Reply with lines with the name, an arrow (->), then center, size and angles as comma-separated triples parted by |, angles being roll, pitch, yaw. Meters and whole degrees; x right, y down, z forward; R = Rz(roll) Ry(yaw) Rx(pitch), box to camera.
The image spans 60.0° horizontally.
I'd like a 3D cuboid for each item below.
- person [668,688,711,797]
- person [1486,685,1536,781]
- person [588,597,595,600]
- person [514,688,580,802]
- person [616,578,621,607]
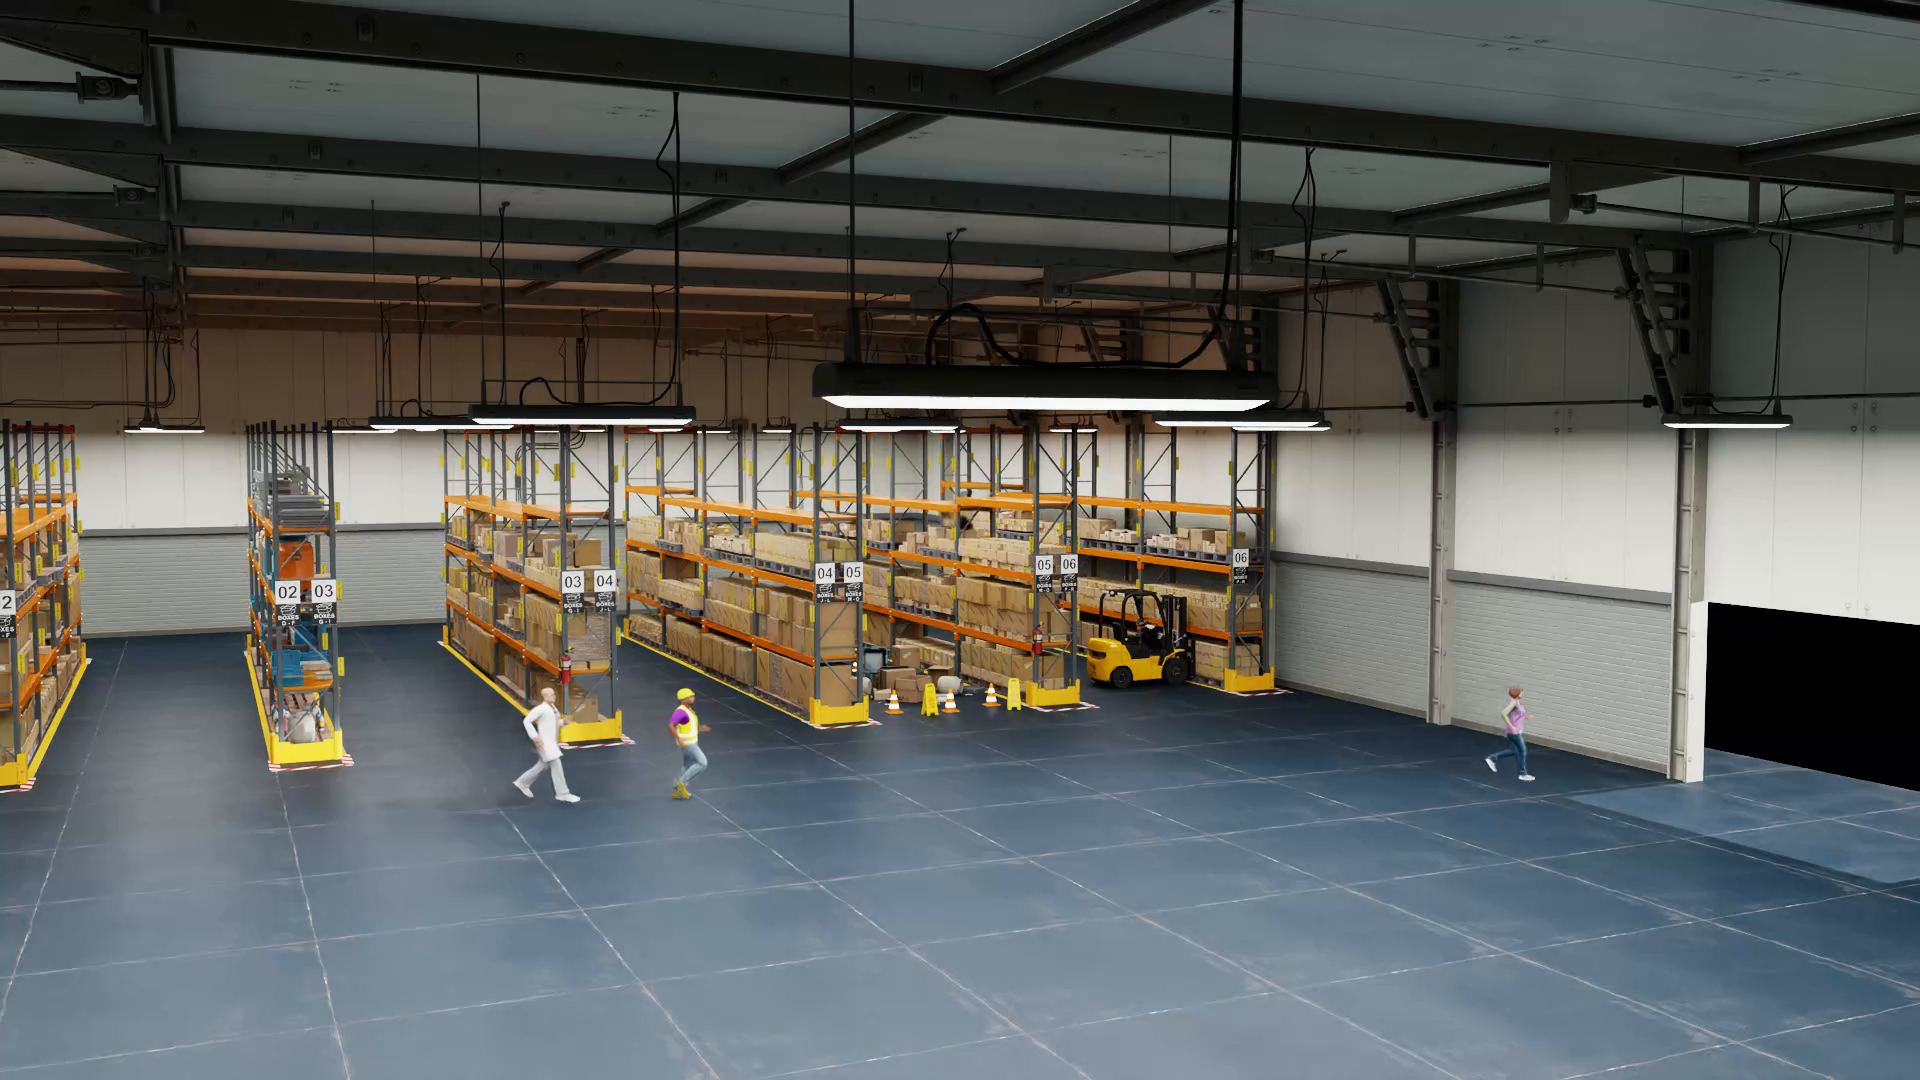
person -> -4.256, 3.202, 26.236 | 0.634, 1.726, 0.683 | 0, 4, -4
person -> 9.156, 3.205, 27.617 | 0.804, 1.552, 0.538 | 1, 4, 20
person -> -10.589, 1.918, 47.410 | 0.577, 1.692, 0.755 | 1, 4, 20
person -> -6.447, 3.179, 25.878 | 1.064, 1.771, 0.699 | 0, 4, 3
person -> -10.232, 1.883, 48.638 | 0.530, 1.598, 0.640 | -3, 5, -39
